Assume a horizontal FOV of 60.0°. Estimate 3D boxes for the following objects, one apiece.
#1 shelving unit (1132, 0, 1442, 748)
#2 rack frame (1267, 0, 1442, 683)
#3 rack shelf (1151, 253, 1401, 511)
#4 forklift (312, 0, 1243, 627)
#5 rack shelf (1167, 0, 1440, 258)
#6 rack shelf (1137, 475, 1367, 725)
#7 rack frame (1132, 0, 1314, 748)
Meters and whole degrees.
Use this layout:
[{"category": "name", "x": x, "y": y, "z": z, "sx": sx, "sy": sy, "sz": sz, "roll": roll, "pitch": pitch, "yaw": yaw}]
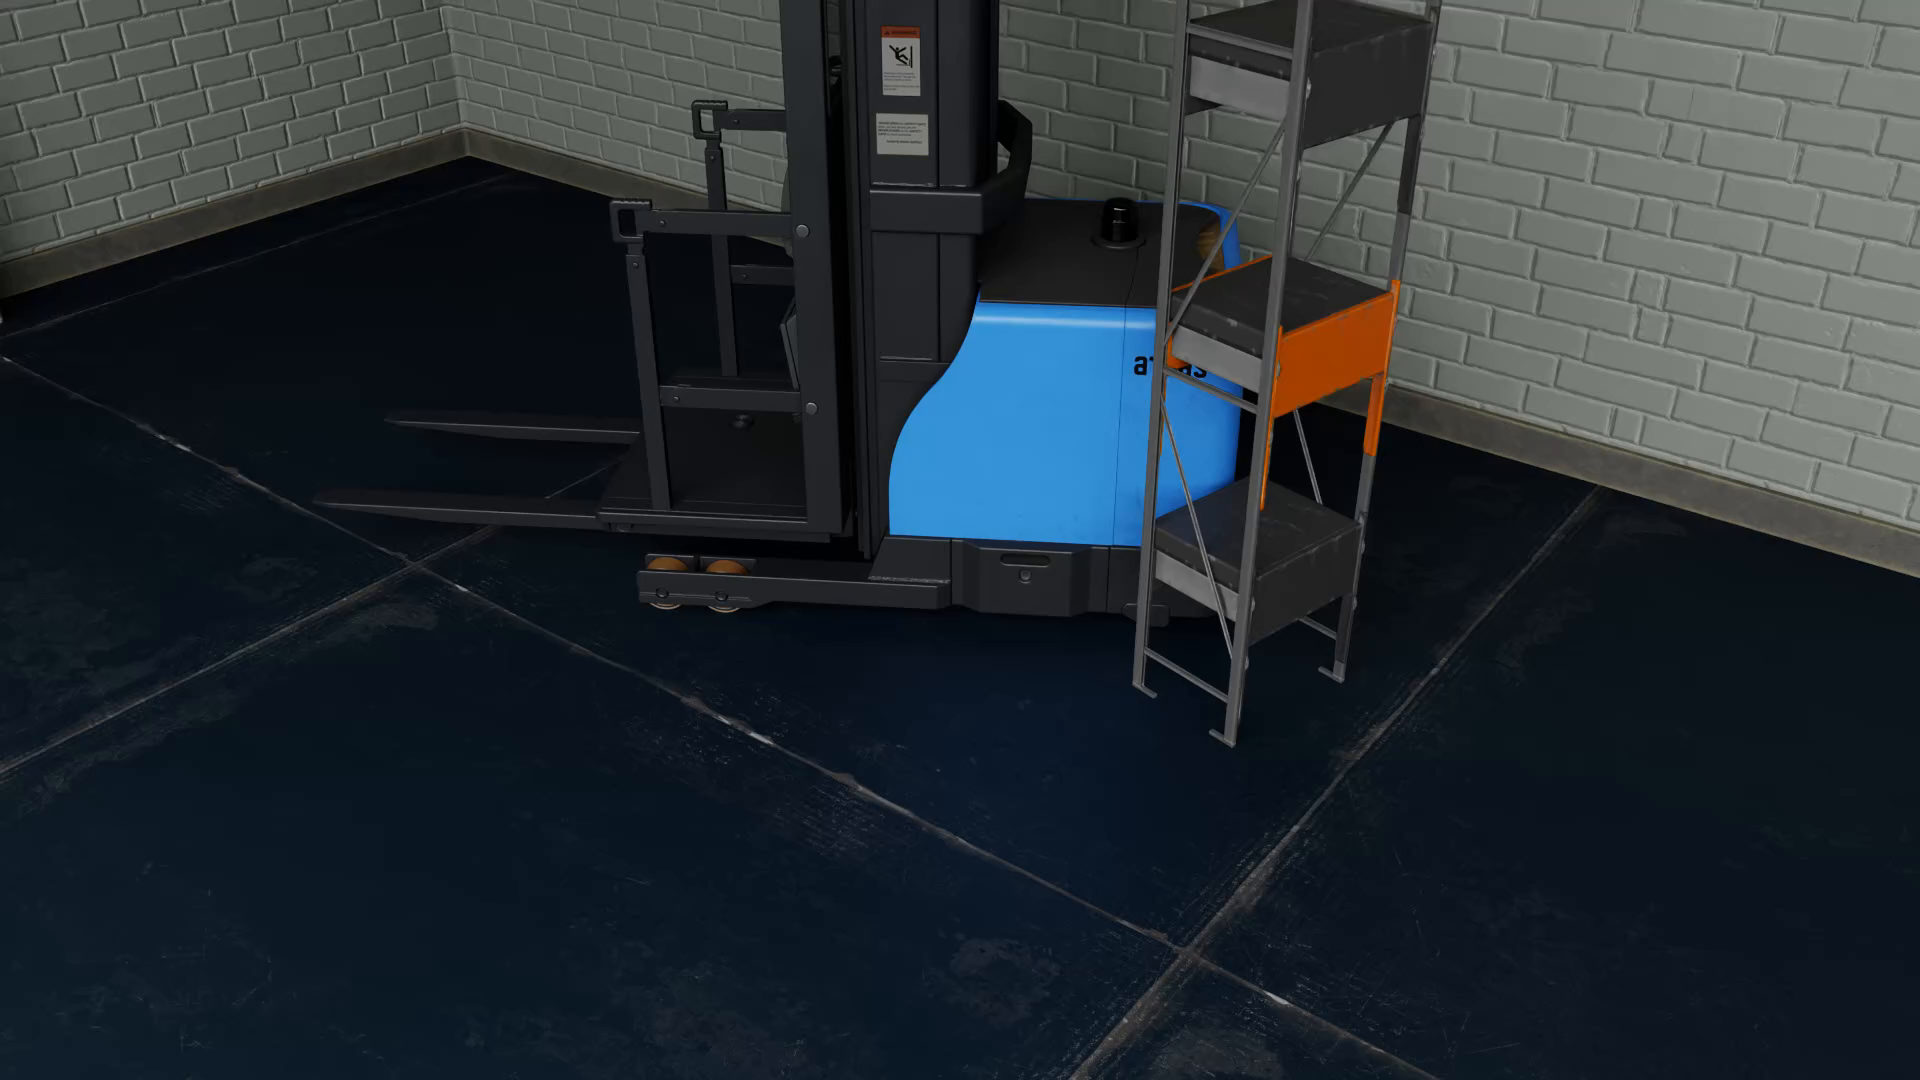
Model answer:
[{"category": "shelving unit", "x": 0.840, "y": -0.470, "z": 4.483, "sx": 0.503, "sy": 2.100, "sz": 0.431, "roll": -23, "pitch": 38, "yaw": -34}, {"category": "rack frame", "x": 1.026, "y": -0.550, "z": 4.619, "sx": 0.015, "sy": 2.100, "sz": 0.400, "roll": -23, "pitch": 38, "yaw": -34}, {"category": "rack shelf", "x": 0.840, "y": -0.458, "z": 4.490, "sx": 0.480, "sy": 0.518, "sz": 0.431, "roll": -23, "pitch": 38, "yaw": -34}, {"category": "forklift", "x": -0.620, "y": -1.292, "z": 5.055, "sx": 3.031, "sy": 2.935, "sz": 1.130, "roll": 3, "pitch": 31, "yaw": 5}, {"category": "rack shelf", "x": 0.840, "y": -1.060, "z": 4.134, "sx": 0.480, "sy": 0.518, "sz": 0.431, "roll": -23, "pitch": 38, "yaw": -34}, {"category": "rack shelf", "x": 0.840, "y": 0.144, "z": 4.847, "sx": 0.480, "sy": 0.518, "sz": 0.431, "roll": -23, "pitch": 38, "yaw": -34}, {"category": "rack frame", "x": 0.653, "y": -0.390, "z": 4.348, "sx": 0.015, "sy": 2.100, "sz": 0.400, "roll": -23, "pitch": 38, "yaw": -34}]
